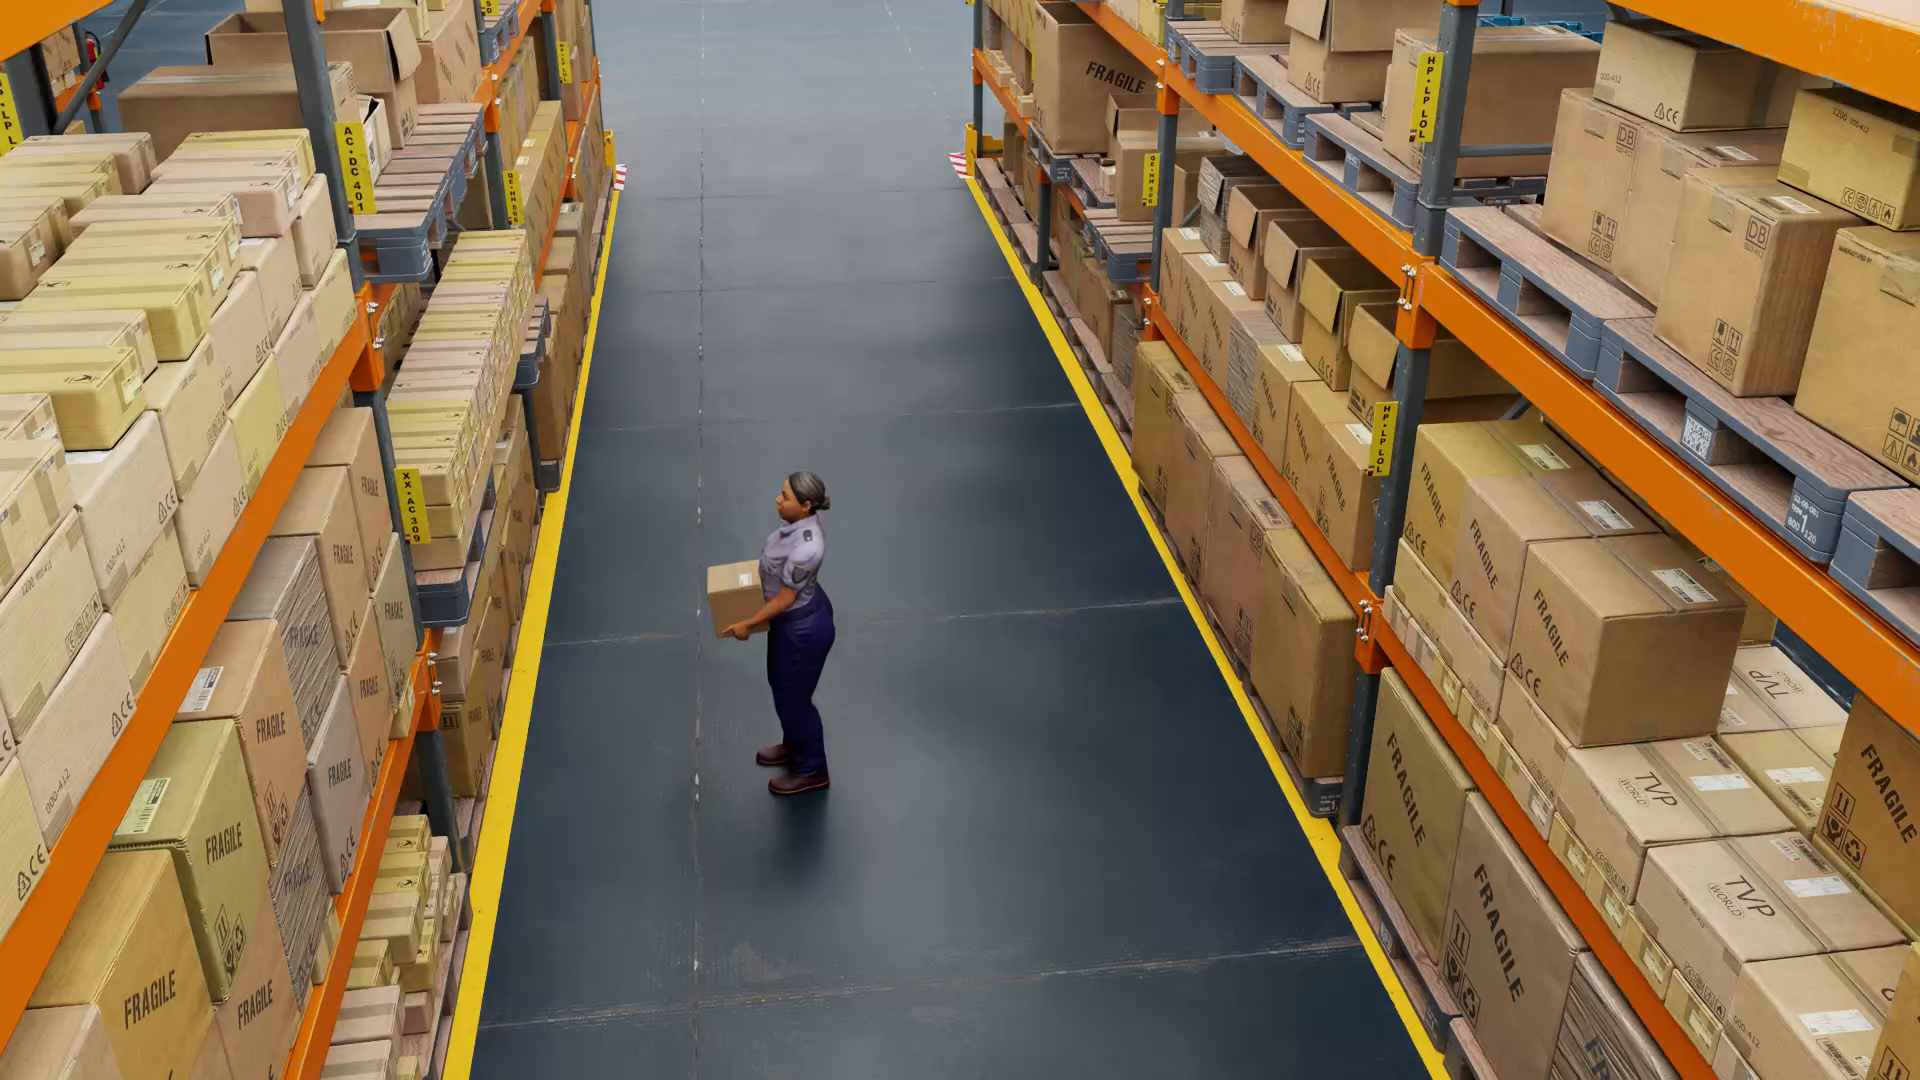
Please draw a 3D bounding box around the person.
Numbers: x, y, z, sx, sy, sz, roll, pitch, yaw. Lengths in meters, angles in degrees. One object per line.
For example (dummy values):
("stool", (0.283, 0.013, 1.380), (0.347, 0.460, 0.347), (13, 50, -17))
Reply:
("person", (-0.847, 0.428, 7.834), (0.524, 1.624, 0.453), (-3, 27, -6))
